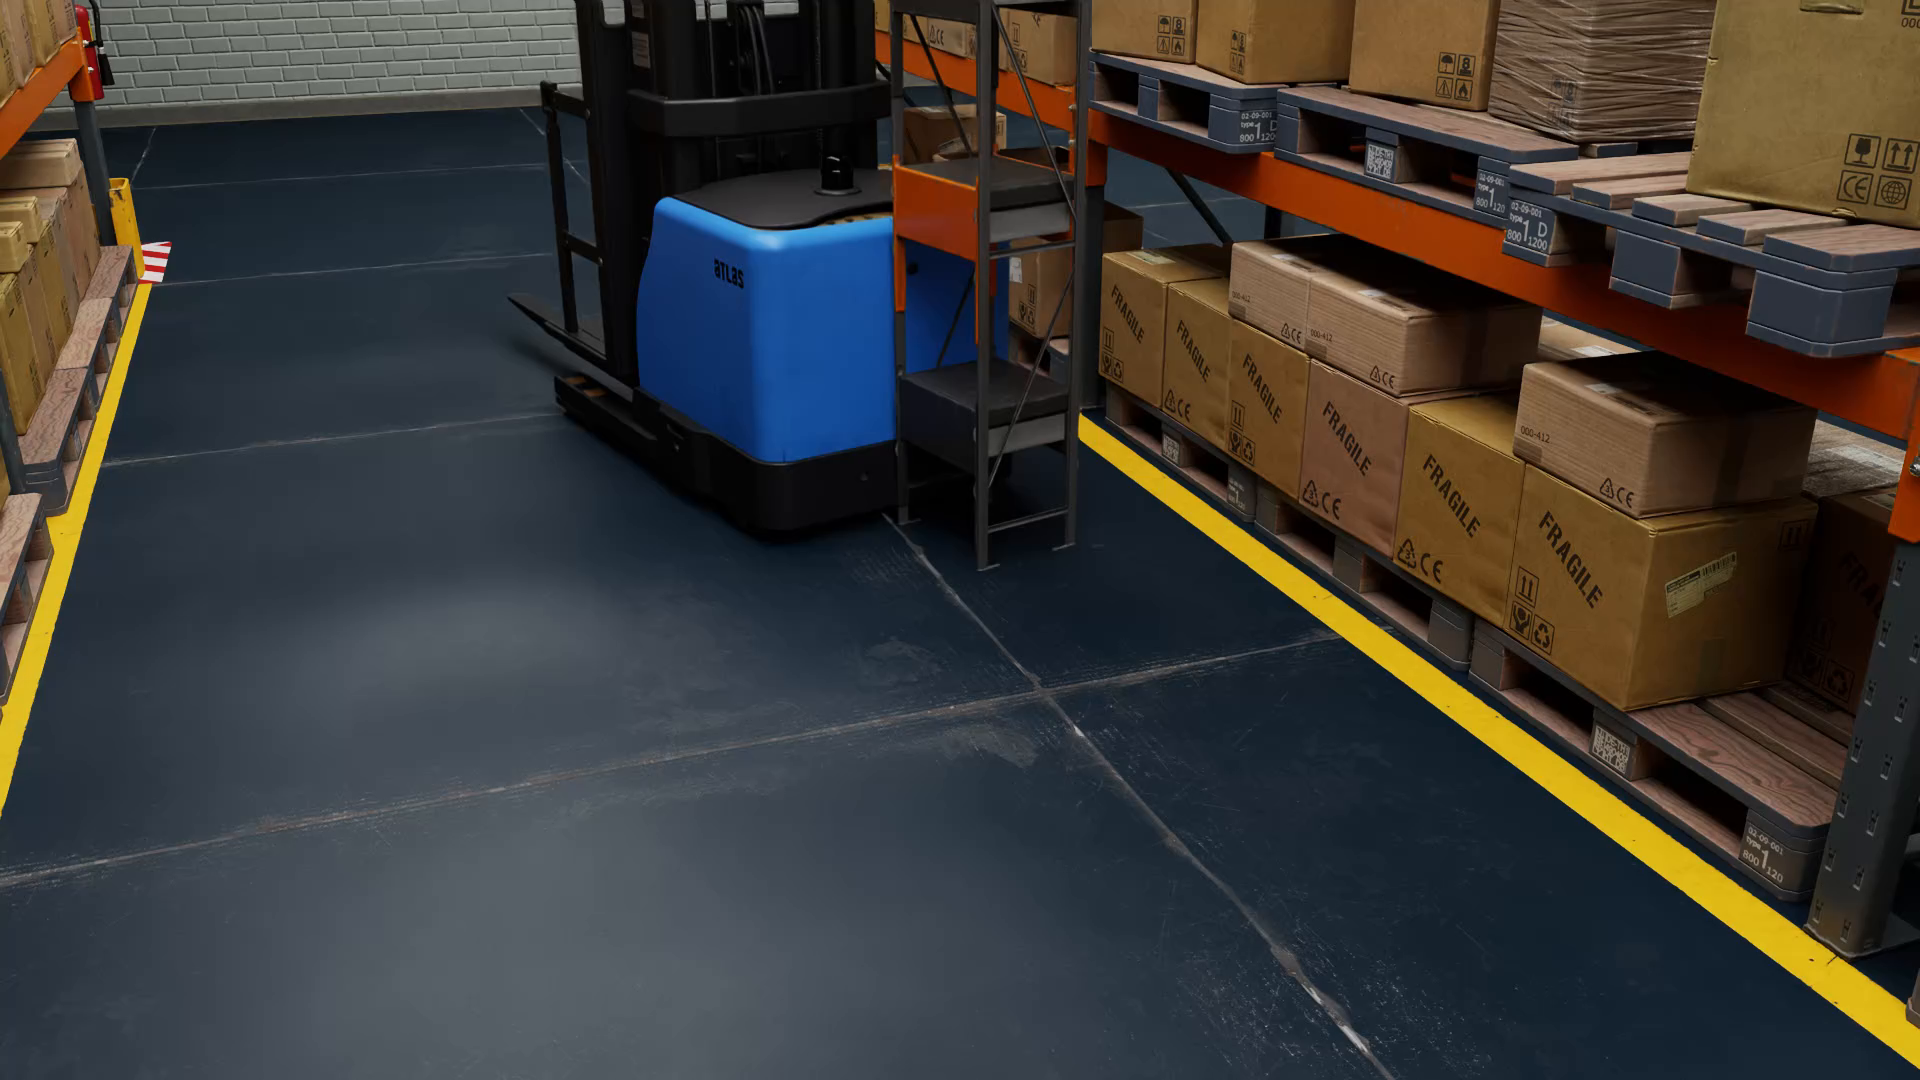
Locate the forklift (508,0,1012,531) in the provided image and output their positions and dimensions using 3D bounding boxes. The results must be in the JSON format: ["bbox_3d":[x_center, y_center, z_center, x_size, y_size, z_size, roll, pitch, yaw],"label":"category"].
[{"bbox_3d":[-1.044,-1.902,6.488,1.130,2.935,3.031,-15,27,-31],"label":"forklift"}]

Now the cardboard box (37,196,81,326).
[{"bbox_3d":[-4.403,-1.223,7.467,0.700,0.500,0.500,-9,25,-21],"label":"cardboard box"}]

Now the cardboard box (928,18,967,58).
[{"bbox_3d":[0.164,-2.580,7.880,0.500,0.500,0.500,-8,24,-18],"label":"cardboard box"}]

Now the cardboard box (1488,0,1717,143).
[{"bbox_3d":[1.888,-1.372,4.474,0.700,0.500,0.500,-4,23,-9],"label":"cardboard box"}]

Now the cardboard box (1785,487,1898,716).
[{"bbox_3d":[2.467,0.184,4.103,0.500,0.500,0.500,-7,24,-17],"label":"cardboard box"}]

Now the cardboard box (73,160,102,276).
[{"bbox_3d":[-4.758,-1.587,8.332,0.700,0.500,0.500,-8,24,-19],"label":"cardboard box"}]

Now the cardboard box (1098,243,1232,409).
[{"bbox_3d":[0.890,-0.856,6.570,0.500,0.500,0.500,-9,25,-21],"label":"cardboard box"}]

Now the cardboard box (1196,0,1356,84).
[{"bbox_3d":[1.208,-1.810,5.512,0.700,0.500,0.500,-5,23,-11],"label":"cardboard box"}]

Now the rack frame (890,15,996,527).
[{"bbox_3d":[-0.050,-1.058,5.558,0.400,2.100,0.015,-15,27,-31],"label":"rack frame"}]

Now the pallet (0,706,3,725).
[{"bbox_3d":[-2.908,0.666,3.898,1.003,0.211,1.213,-8,24,-19],"label":"pallet"}]

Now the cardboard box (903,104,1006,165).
[{"bbox_3d":[-0.043,-2.354,10.126,0.500,0.500,0.500,-8,24,-19],"label":"cardboard box"}]

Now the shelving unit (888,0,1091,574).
[{"bbox_3d":[0.087,-0.980,5.372,0.431,2.100,0.503,-15,27,-31],"label":"shelving unit"}]

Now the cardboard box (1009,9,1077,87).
[{"bbox_3d":[0.531,-2.206,6.994,0.500,0.500,0.500,-8,24,-18],"label":"cardboard box"}]

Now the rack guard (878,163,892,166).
[{"bbox_3d":[-0.439,-2.288,10.534,1.175,0.500,0.348,-8,24,-19],"label":"rack guard"}]

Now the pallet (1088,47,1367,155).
[{"bbox_3d":[1.127,-1.620,5.979,1.003,0.211,1.213,-8,24,-19],"label":"pallet"}]

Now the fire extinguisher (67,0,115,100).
[{"bbox_3d":[-4.720,-2.697,8.866,0.296,0.674,0.183,-8,24,-19],"label":"fire extinguisher"}]

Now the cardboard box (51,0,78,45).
[{"bbox_3d":[-4.909,-2.741,8.004,0.980,0.700,0.700,-7,24,-17],"label":"cardboard box"}]

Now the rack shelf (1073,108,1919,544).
[{"bbox_3d":[1.654,-0.956,5.082,1.077,0.370,4.000,-8,24,-19],"label":"rack shelf"}]

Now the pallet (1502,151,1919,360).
[{"bbox_3d":[2.055,-0.709,3.817,1.213,0.211,1.003,-8,24,-19],"label":"pallet"}]

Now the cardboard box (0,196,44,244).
[{"bbox_3d":[-3.989,-1.298,6.811,0.380,0.149,0.250,-9,24,-20],"label":"cardboard box"}]

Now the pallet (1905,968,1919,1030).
[{"bbox_3d":[2.615,1.029,3.037,1.003,0.211,1.213,-8,24,-19],"label":"pallet"}]

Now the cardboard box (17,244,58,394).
[{"bbox_3d":[-4.028,-0.843,6.567,0.700,0.500,0.500,-9,24,-20],"label":"cardboard box"}]

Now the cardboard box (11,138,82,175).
[{"bbox_3d":[-4.542,-1.865,8.154,0.380,0.149,0.250,-9,24,-20],"label":"cardboard box"}]

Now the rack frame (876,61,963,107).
[{"bbox_3d":[-0.466,-3.467,10.114,1.000,3.000,0.127,-8,24,-19],"label":"rack frame"}]

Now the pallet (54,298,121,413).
[{"bbox_3d":[-4.316,-0.779,7.326,1.003,0.211,1.213,-8,24,-19],"label":"pallet"}]

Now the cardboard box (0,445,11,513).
[{"bbox_3d":[-3.334,-0.317,4.868,0.750,0.750,0.750,-8,24,-18],"label":"cardboard box"}]

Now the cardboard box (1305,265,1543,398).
[{"bbox_3d":[1.421,-0.656,5.130,0.500,0.250,0.500,-9,24,-20],"label":"cardboard box"}]

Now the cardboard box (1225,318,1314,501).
[{"bbox_3d":[1.259,-0.481,5.680,0.500,0.500,0.500,-8,24,-18],"label":"cardboard box"}]

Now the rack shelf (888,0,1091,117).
[{"bbox_3d":[0.087,-1.612,5.105,0.431,0.518,0.480,-15,27,-31],"label":"rack shelf"}]

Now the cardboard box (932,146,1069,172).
[{"bbox_3d":[0.279,-1.748,8.684,0.797,0.503,0.637,-8,24,-19],"label":"cardboard box"}]

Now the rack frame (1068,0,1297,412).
[{"bbox_3d":[0.947,-2.014,6.666,1.000,3.000,0.127,-8,24,-19],"label":"rack frame"}]

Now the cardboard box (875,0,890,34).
[{"bbox_3d":[-0.194,-2.946,8.750,0.500,0.500,0.500,-8,24,-19],"label":"cardboard box"}]

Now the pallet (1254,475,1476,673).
[{"bbox_3d":[1.705,0.005,5.465,1.003,0.211,1.213,-8,24,-19],"label":"pallet"}]

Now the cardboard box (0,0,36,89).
[{"bbox_3d":[-4.381,-2.199,6.720,0.980,0.700,0.700,-10,25,-22],"label":"cardboard box"}]

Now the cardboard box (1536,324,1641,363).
[{"bbox_3d":[1.915,-0.377,5.435,0.500,0.500,0.500,-9,25,-21],"label":"cardboard box"}]

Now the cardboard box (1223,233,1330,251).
[{"bbox_3d":[1.390,-0.925,6.734,0.500,0.500,0.500,-8,24,-19],"label":"cardboard box"}]

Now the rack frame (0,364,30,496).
[{"bbox_3d":[-3.686,-1.333,5.050,1.000,3.000,0.127,-8,24,-19],"label":"rack frame"}]

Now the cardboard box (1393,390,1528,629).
[{"bbox_3d":[1.628,-0.107,4.794,0.500,0.500,0.500,-9,25,-21],"label":"cardboard box"}]

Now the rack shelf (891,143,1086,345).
[{"bbox_3d":[0.087,-0.967,5.377,0.431,0.518,0.480,-15,27,-31],"label":"rack shelf"}]
